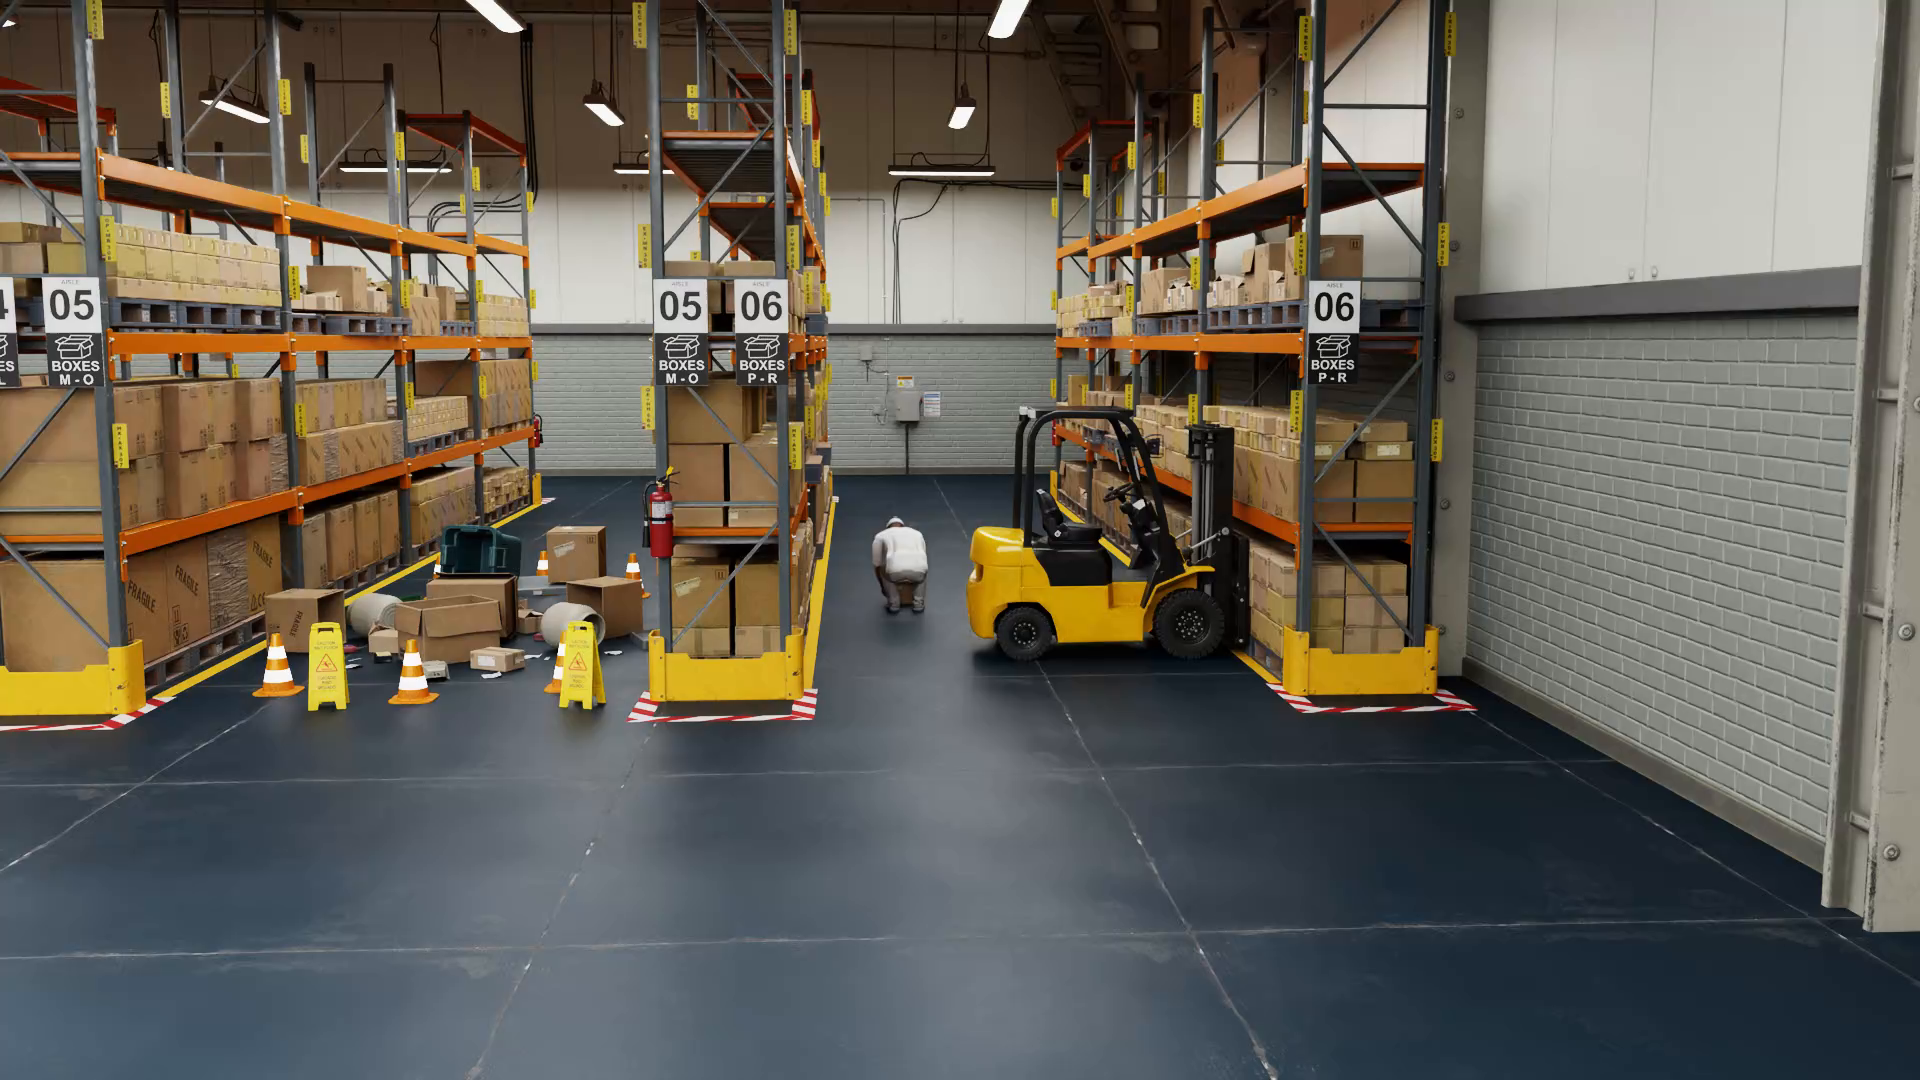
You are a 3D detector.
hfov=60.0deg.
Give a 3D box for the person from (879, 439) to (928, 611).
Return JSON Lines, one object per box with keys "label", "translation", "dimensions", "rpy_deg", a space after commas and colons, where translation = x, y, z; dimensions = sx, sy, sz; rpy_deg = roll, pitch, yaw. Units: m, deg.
{"label": "person", "translation": [-0.586, -0.164, 17.044], "dimensions": [0.503, 1.760, 0.586], "rpy_deg": [-1, 7, -5]}
